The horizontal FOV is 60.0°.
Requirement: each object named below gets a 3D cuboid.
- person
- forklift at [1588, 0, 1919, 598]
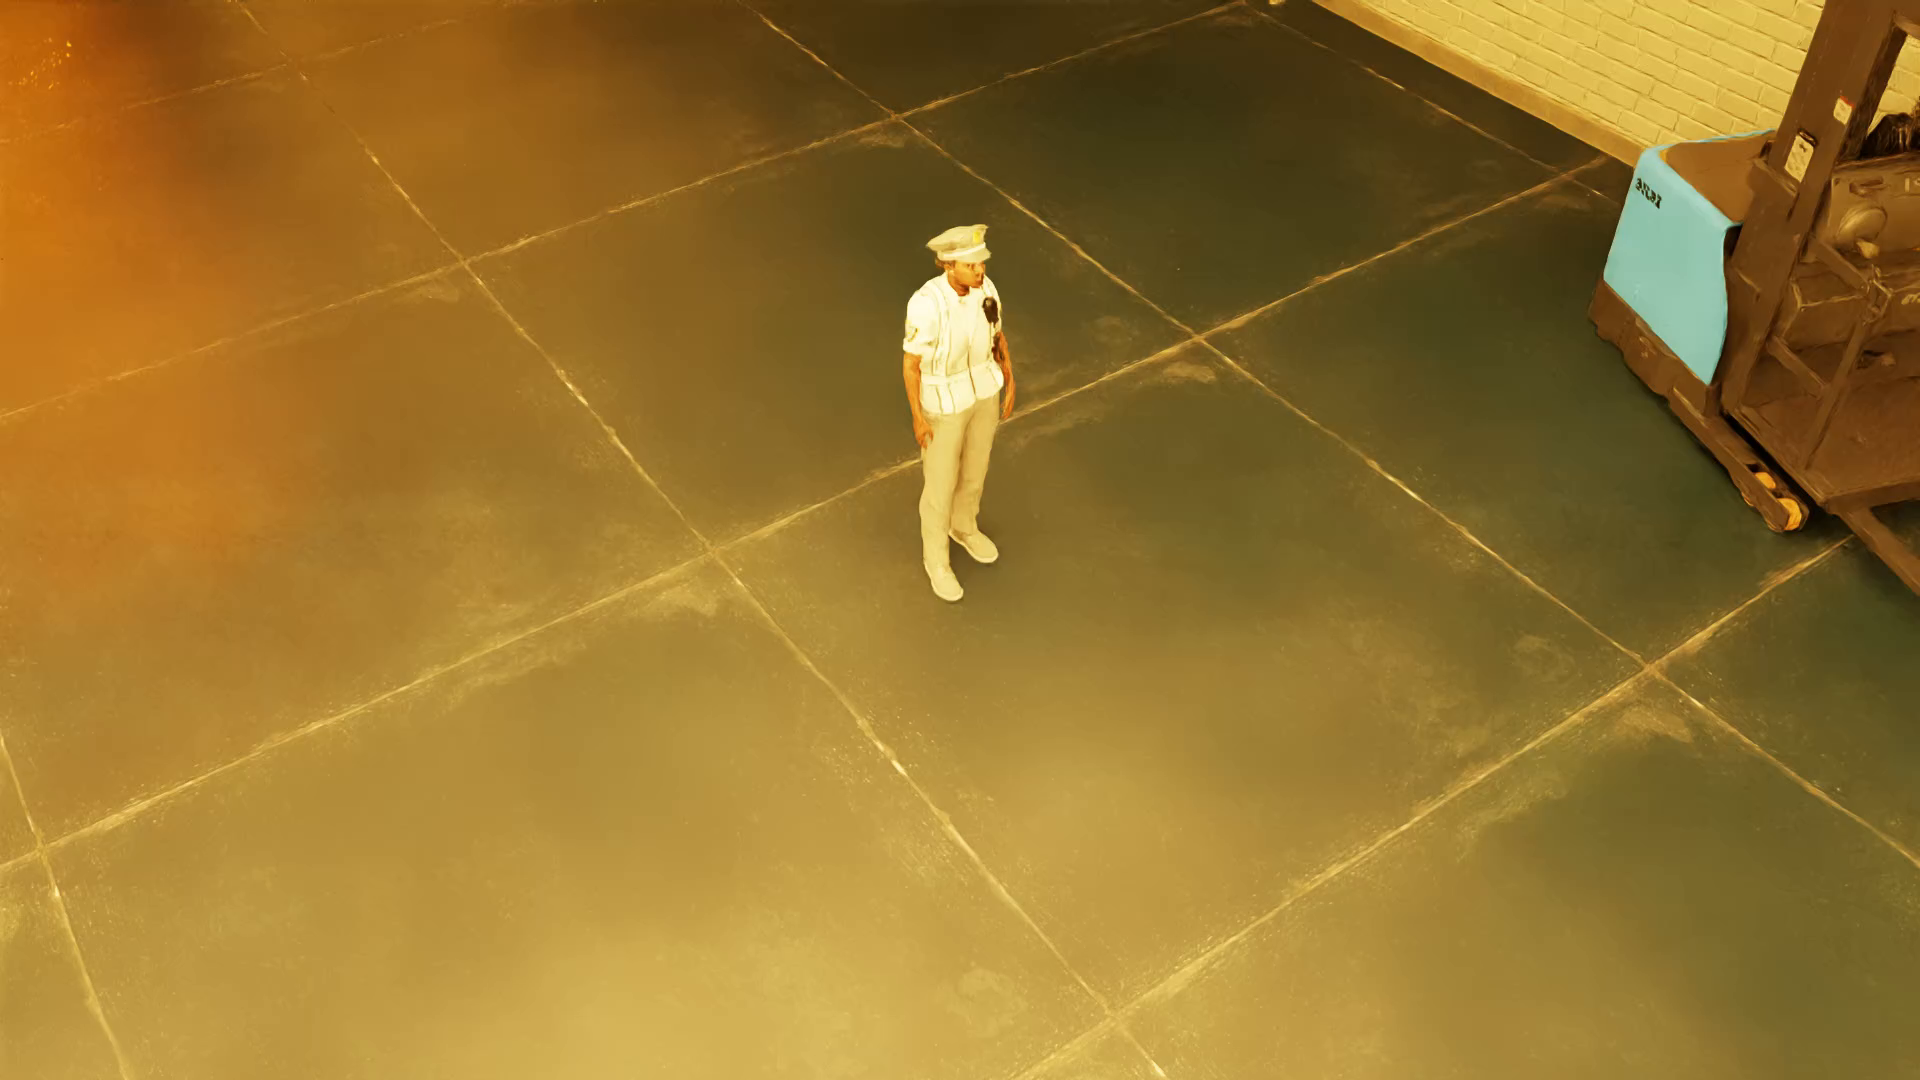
[{"bbox_3d":[0.027,-0.580,7.245,0.570,1.695,0.529,-25,48,-25],"label":"person"},{"bbox_3d":[4.317,-1.410,7.246,1.130,2.935,3.031,-10,44,-11],"label":"forklift"}]
